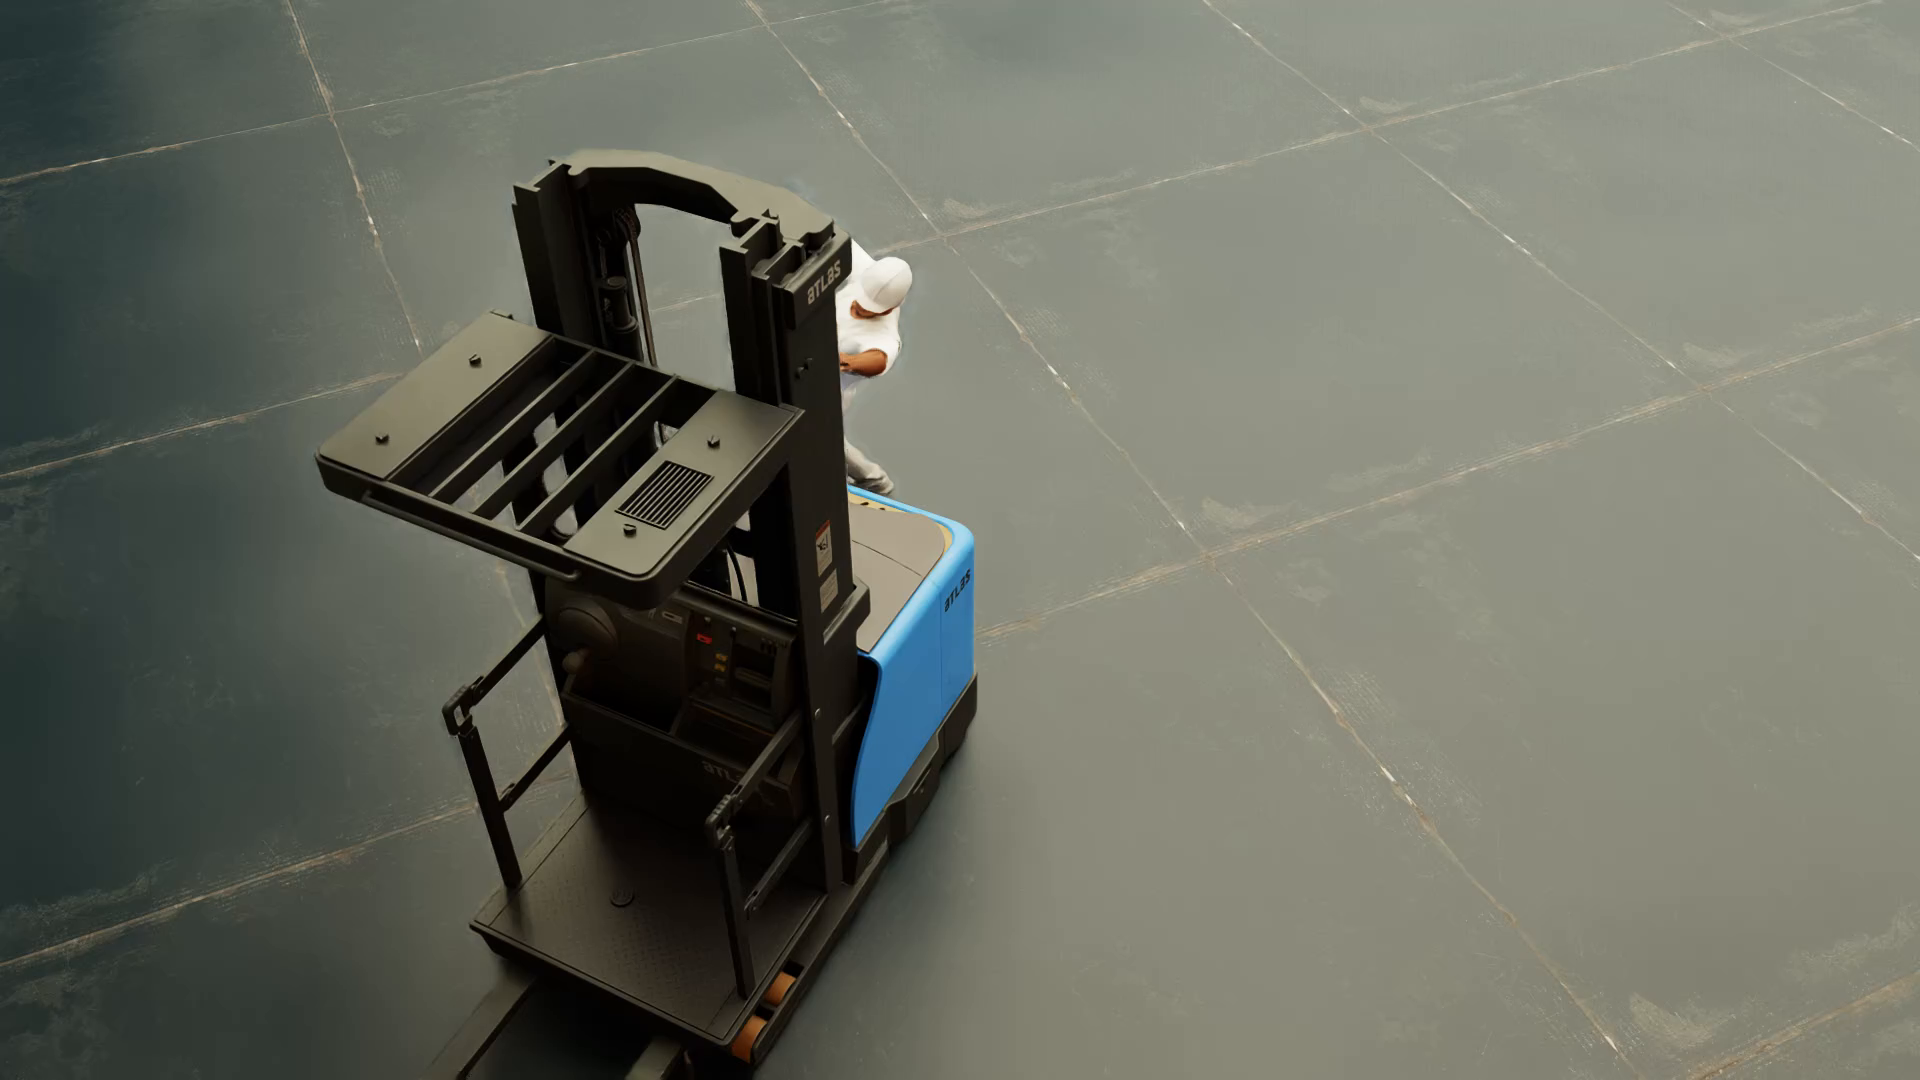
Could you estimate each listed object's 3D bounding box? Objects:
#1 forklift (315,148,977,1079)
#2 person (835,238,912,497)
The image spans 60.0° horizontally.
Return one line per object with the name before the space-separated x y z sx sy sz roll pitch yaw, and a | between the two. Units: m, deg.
forklift | -1.045 0.413 5.237 1.130 2.935 3.031 19 46 19
person | -0.634 -0.622 7.309 0.832 1.663 1.137 4 43 5
